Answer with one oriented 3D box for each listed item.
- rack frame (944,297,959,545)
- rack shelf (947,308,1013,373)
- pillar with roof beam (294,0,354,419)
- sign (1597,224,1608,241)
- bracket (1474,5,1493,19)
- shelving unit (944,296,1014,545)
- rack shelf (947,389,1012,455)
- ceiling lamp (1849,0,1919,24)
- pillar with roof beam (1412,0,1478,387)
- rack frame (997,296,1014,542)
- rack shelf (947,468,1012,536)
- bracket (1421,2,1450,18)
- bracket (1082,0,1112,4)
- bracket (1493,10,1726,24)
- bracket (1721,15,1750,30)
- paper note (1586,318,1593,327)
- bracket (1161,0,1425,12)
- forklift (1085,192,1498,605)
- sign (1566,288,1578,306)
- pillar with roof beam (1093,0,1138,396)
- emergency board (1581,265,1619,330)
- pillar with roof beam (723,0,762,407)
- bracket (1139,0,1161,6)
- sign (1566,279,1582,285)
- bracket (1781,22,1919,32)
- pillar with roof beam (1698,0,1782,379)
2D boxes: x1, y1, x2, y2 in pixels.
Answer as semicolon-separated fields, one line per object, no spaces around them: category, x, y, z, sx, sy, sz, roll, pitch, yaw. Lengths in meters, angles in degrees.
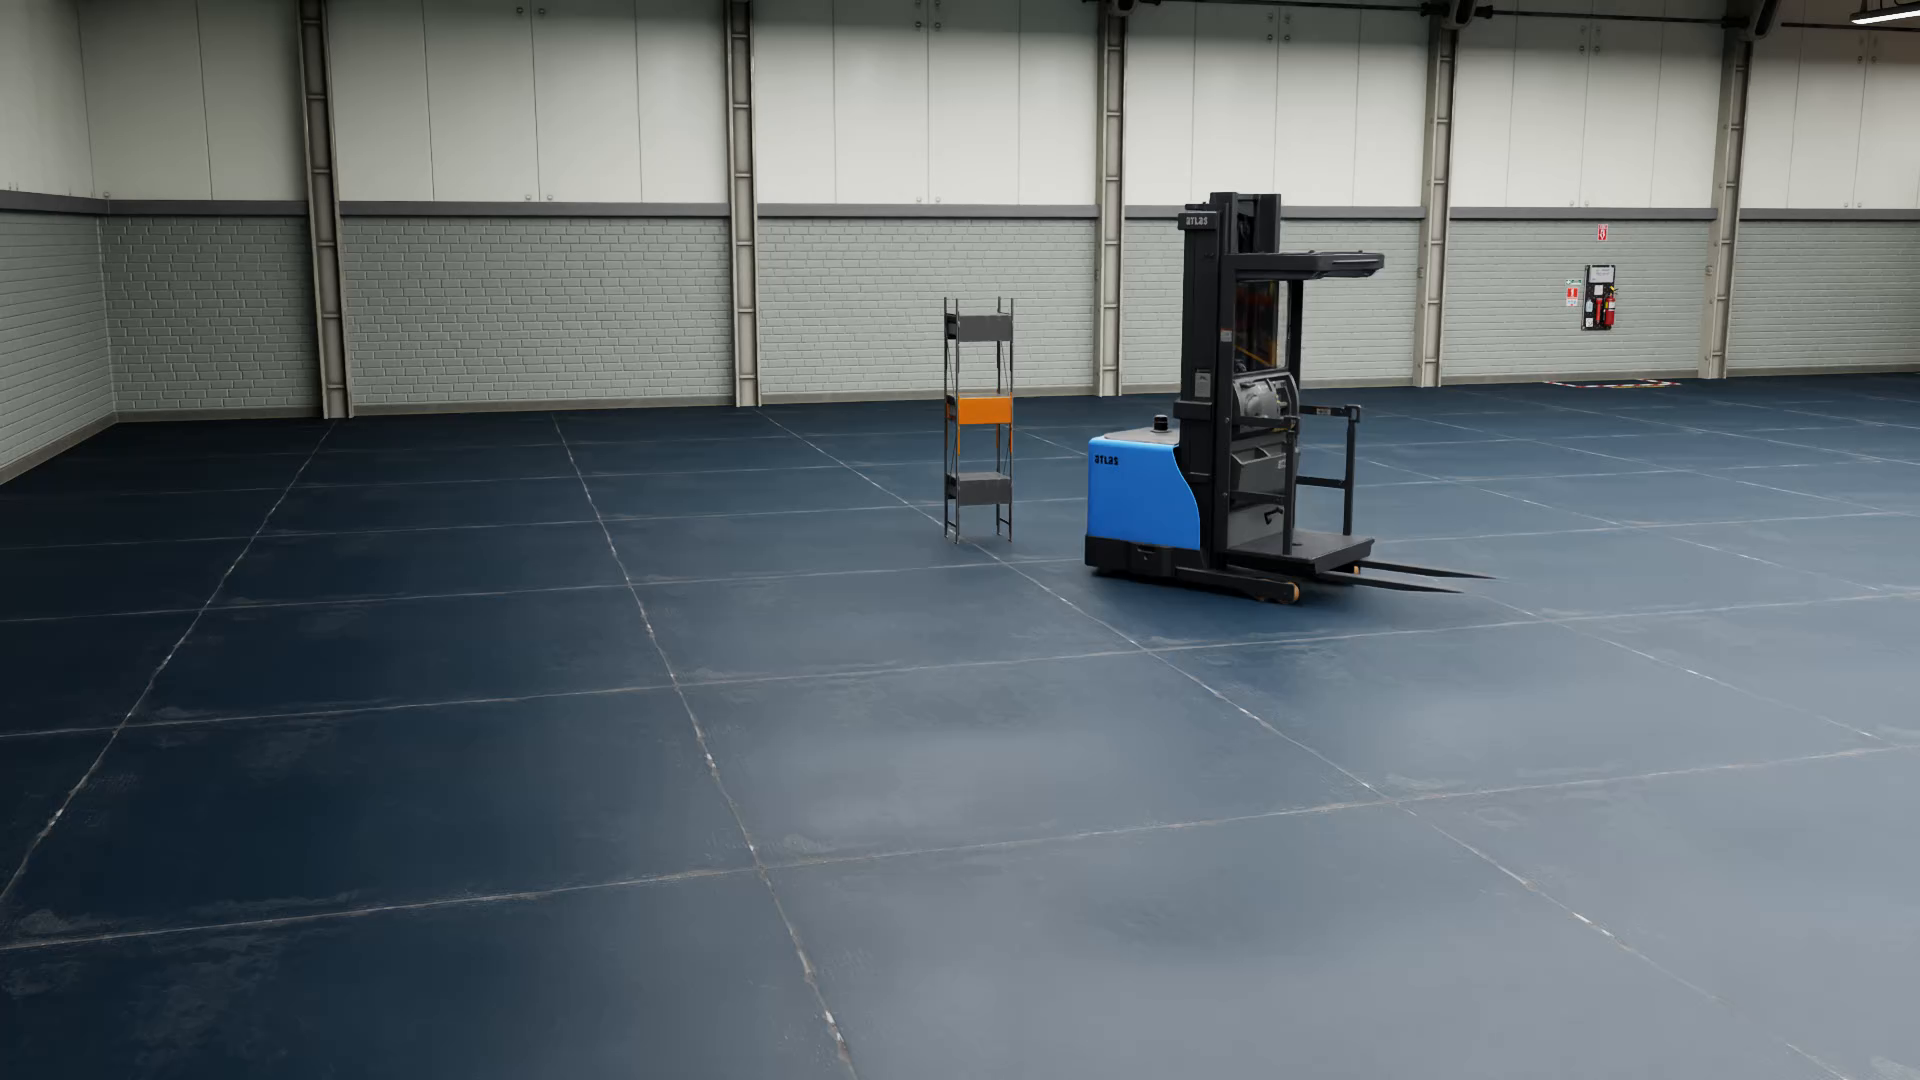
rack frame;-0.075;-1.029;14.335;0.015;2.100;0.400;-3;11;-16
rack shelf;0.159;-1.716;14.278;0.480;0.518;0.431;-3;11;-16
pillar with roof beam;-7.877;-5.474;19.427;0.400;9.000;9.100;-3;11;-16
sign;11.544;-5.525;29.871;0.199;0.298;0.001;-3;11;-16
bracket;8.700;-8.863;27.893;0.430;0.232;0.235;-3;11;-16
shelving unit;0.159;-1.041;14.402;0.503;2.100;0.431;-3;11;-16
rack shelf;0.159;-1.028;14.404;0.480;0.518;0.431;-3;11;-16
ceiling lamp;13.933;-9.371;24.471;0.800;3.185;2.000;-3;11;-16
pillar with roof beam;9.406;-6.385;24.375;0.548;9.000;9.100;-3;11;-16
rack frame;0.393;-1.053;14.469;0.015;2.100;0.400;-3;11;-16
rack shelf;0.159;-0.339;14.531;0.480;0.518;0.431;-3;11;-16
bracket;7.903;-8.821;27.665;0.430;0.232;0.235;-3;11;-16
bracket;2.142;-8.517;26.016;0.430;0.232;0.235;-3;11;-16
bracket;11.174;-8.993;28.601;4.783;0.066;0.076;-3;11;-16
bracket;13.664;-9.125;29.314;0.430;0.232;0.235;-3;11;-16
paper note;11.391;-3.938;30.086;0.142;0.148;0.016;-3;11;-16
bracket;5.413;-8.690;26.952;4.783;0.066;0.076;-3;11;-16
forklift;2.456;-1.083;12.332;3.031;2.935;1.130;8;13;37
sign;11.020;-4.376;29.932;0.234;0.329;0.001;-3;11;-16
pillar with roof beam;3.645;-6.081;22.726;0.548;9.000;9.100;-3;11;-16
emergency board;11.580;-4.368;29.989;0.643;1.169;0.194;-3;11;-16
pillar with roof beam;-2.116;-5.778;21.077;0.548;9.000;9.100;-3;11;-16
bracket;2.939;-8.559;26.244;0.430;0.232;0.235;-3;11;-16
sign;11.027;-4.635;29.877;0.331;0.109;0.001;-3;11;-16
bracket;16.935;-9.297;30.251;4.783;0.066;0.076;-3;11;-16
pillar with roof beam;15.167;-6.689;26.024;0.548;9.000;9.100;-3;11;-16
